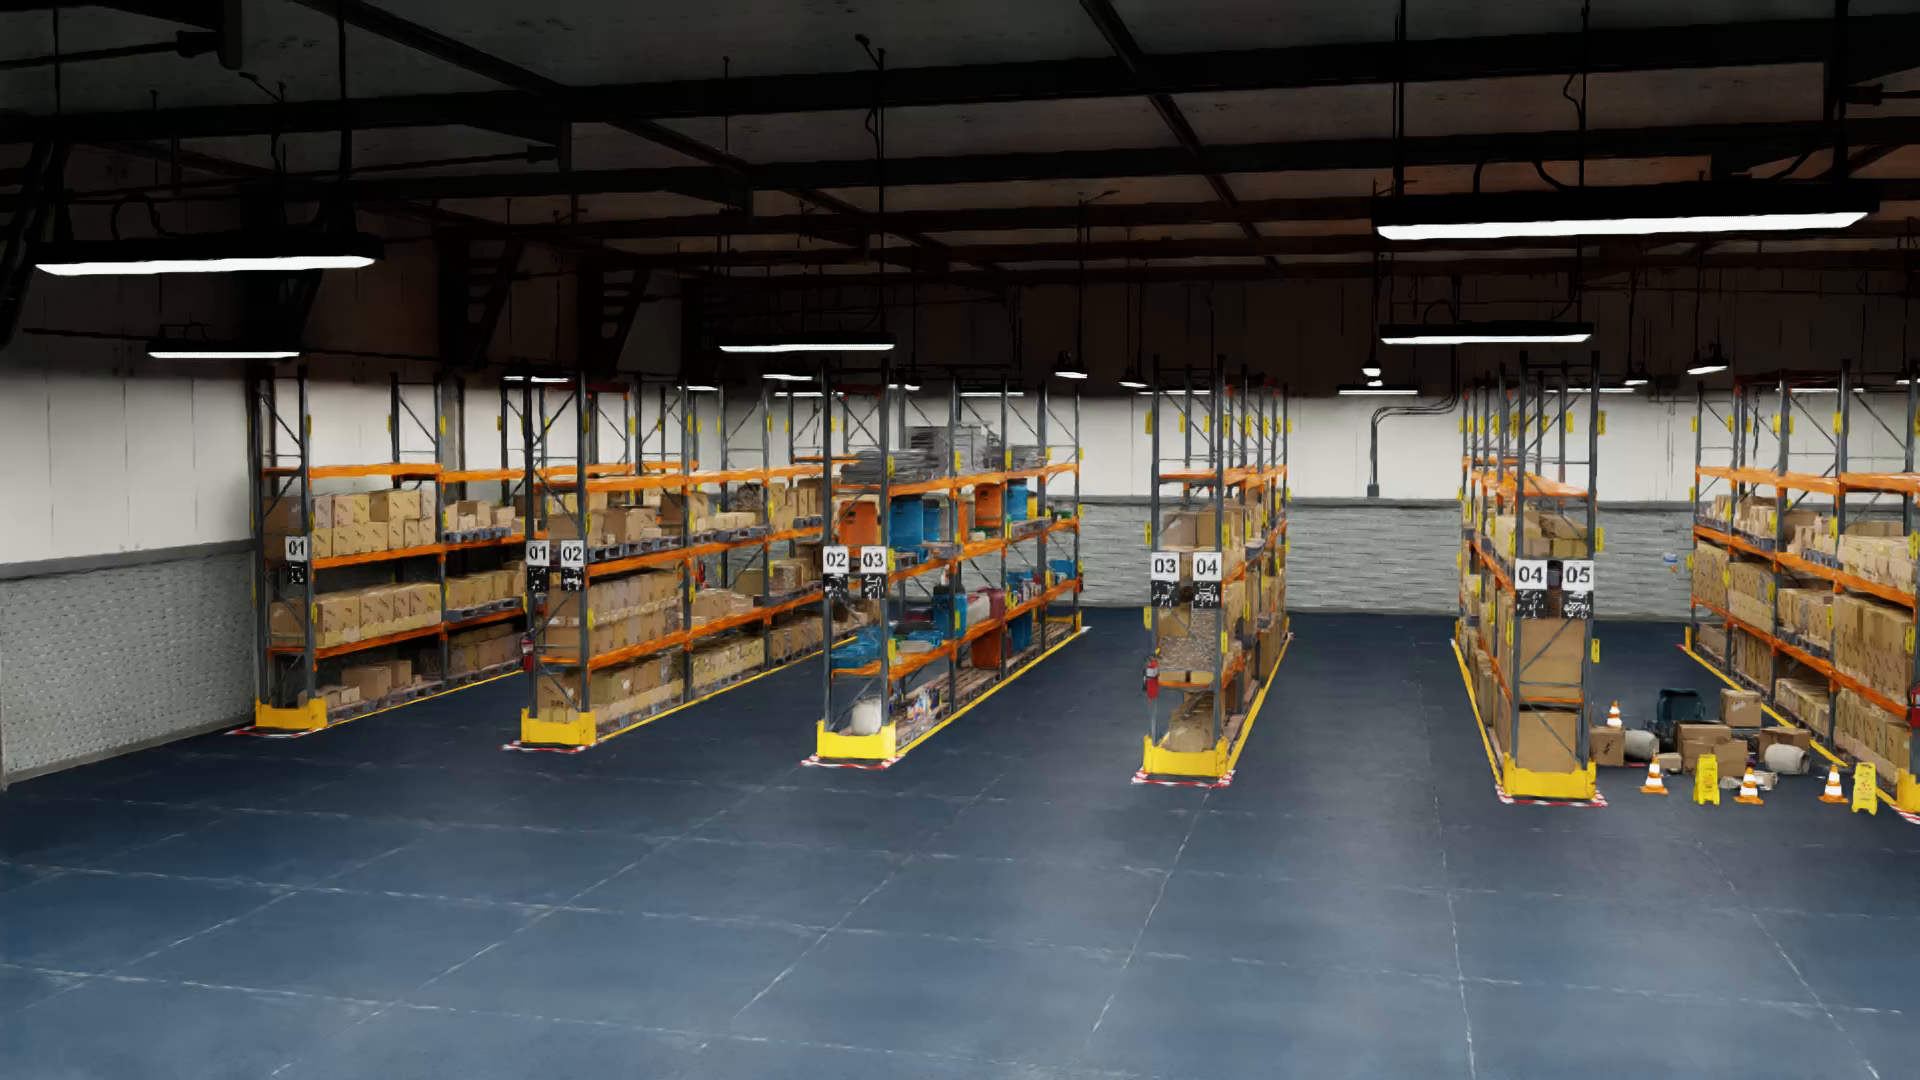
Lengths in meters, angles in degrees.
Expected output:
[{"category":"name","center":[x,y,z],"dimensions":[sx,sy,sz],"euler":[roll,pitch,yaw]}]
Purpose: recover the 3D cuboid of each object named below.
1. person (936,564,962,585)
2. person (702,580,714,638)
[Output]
[{"category":"person","center":[-0.265,1.427,39.361],"dimensions":[0.677,1.742,0.552],"euler":[1,4,13]},{"category":"person","center":[-5.478,1.685,36.018],"dimensions":[0.543,1.648,1.115],"euler":[1,4,17]}]
